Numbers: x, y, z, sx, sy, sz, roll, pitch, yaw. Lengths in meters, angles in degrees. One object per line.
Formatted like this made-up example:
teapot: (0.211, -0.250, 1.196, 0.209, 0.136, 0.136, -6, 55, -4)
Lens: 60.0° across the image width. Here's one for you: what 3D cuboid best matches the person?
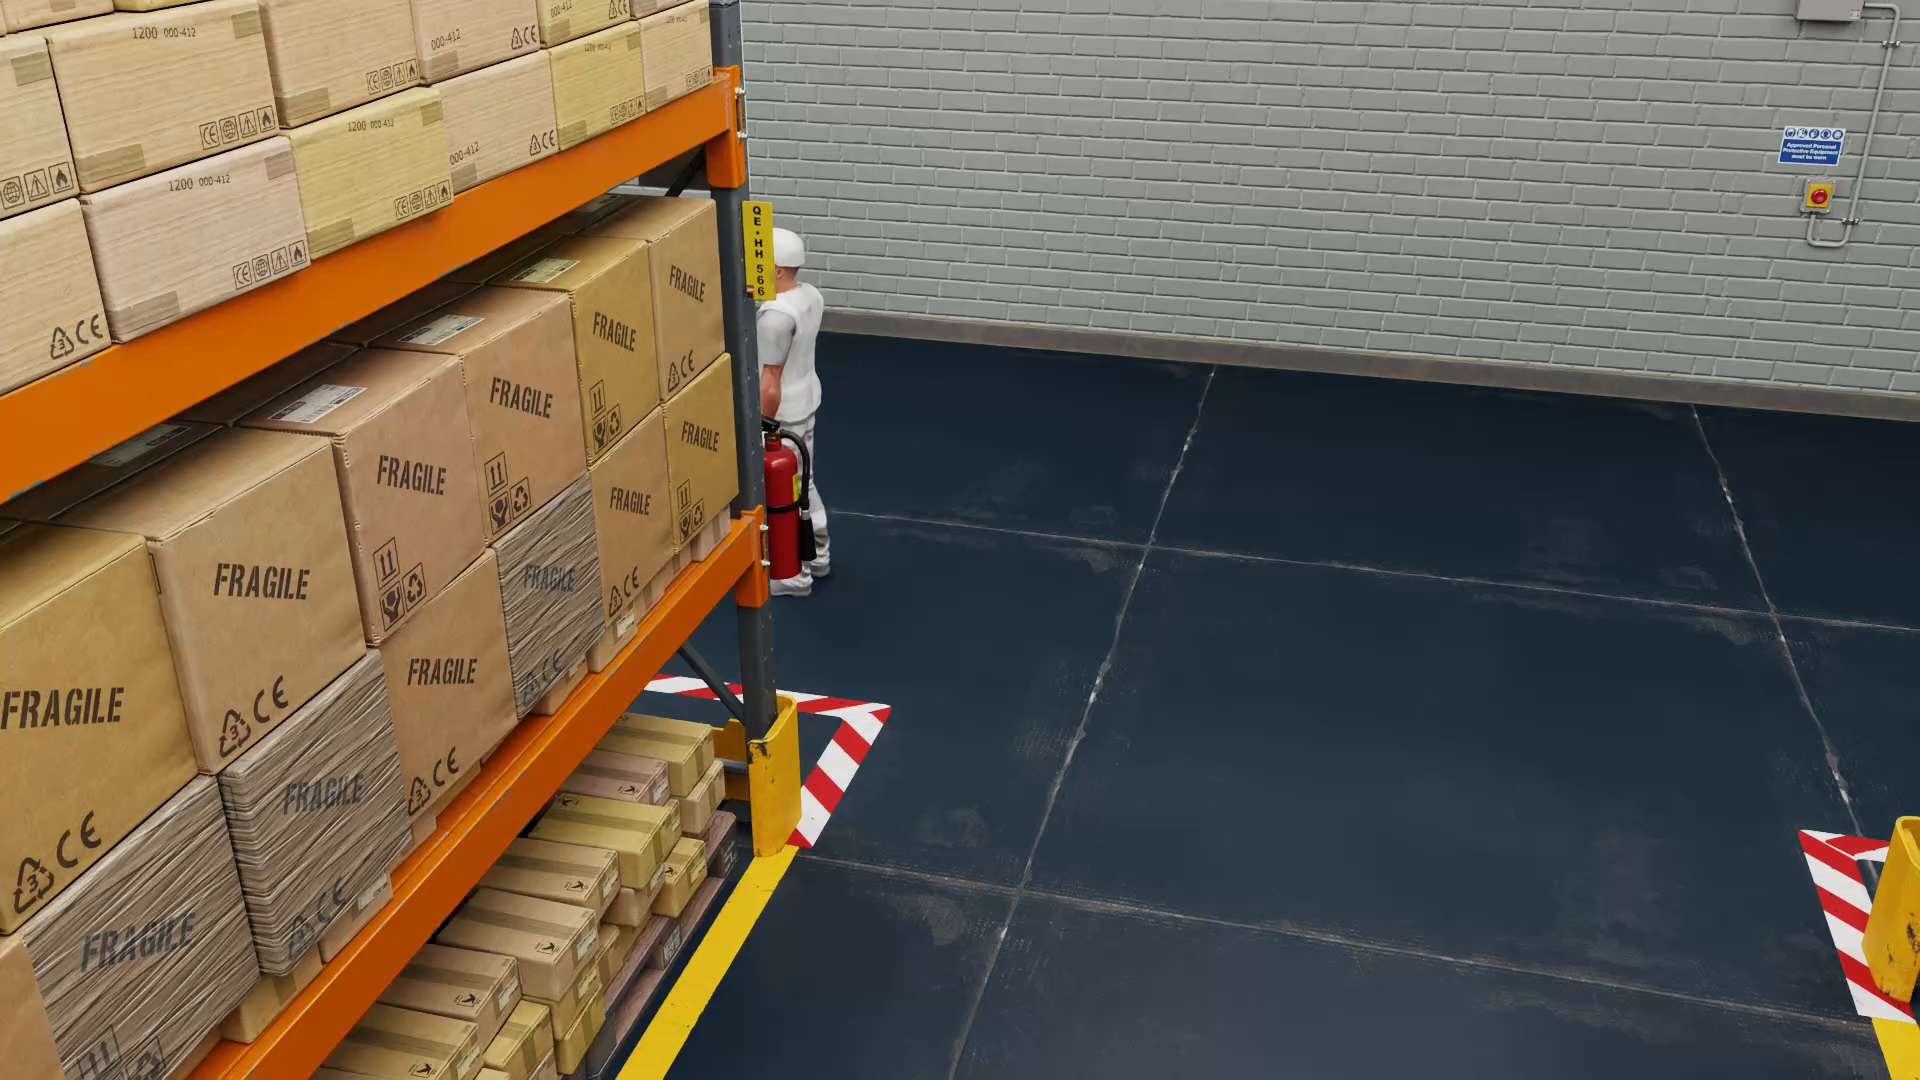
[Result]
person: (-0.829, -0.586, 7.839, 0.335, 1.794, 0.524, 7, 26, 14)
